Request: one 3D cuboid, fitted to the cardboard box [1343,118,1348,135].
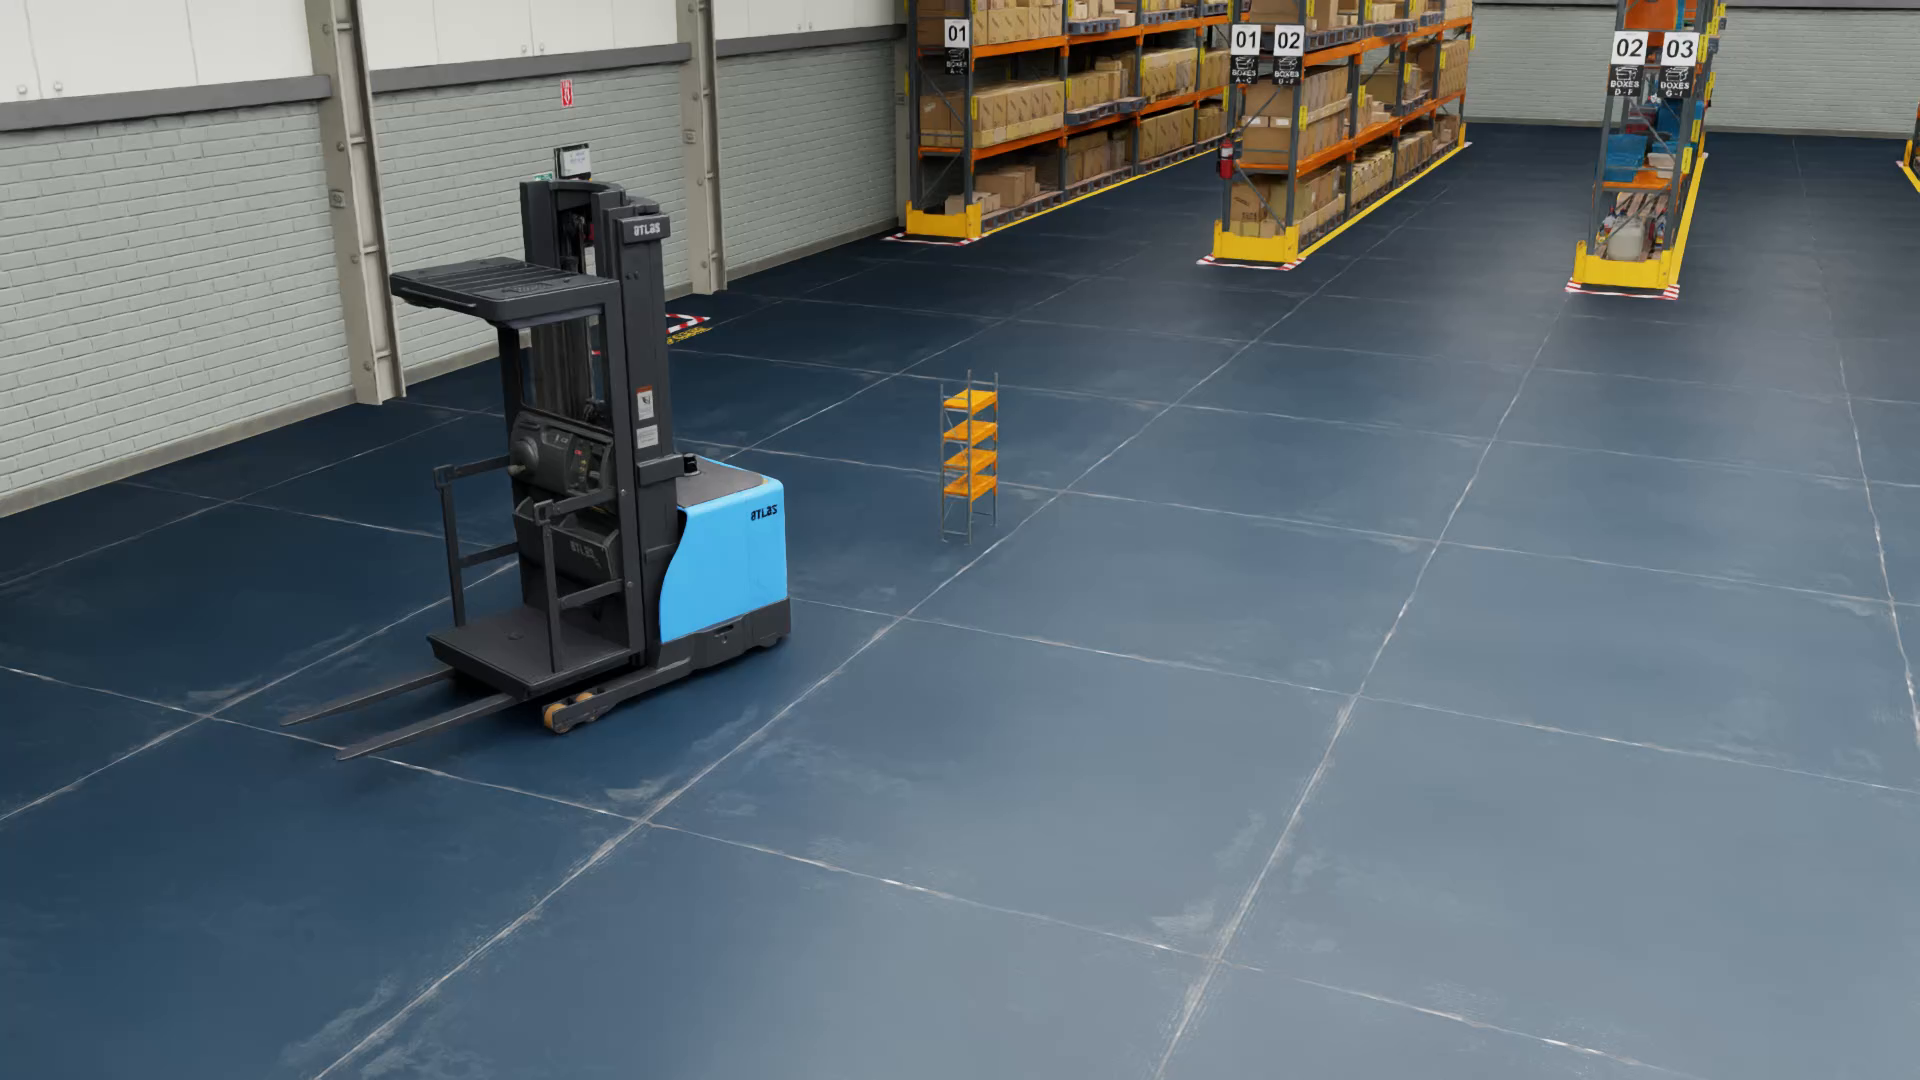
[{"bbox_3d":[6.032,-6.768,27.248,0.500,0.250,0.500,10,22,26],"label":"cardboard box"}]

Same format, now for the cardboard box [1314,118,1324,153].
[{"bbox_3d":[5.066,-6.121,25.056,0.700,0.500,0.500,9,22,24],"label":"cardboard box"}]

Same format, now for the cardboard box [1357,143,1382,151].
[{"bbox_3d":[7.677,-7.253,31.460,0.500,0.500,0.500,9,22,25],"label":"cardboard box"}]

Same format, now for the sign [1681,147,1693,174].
[{"bbox_3d":[9.249,-4.833,21.168,0.100,0.325,0.005,9,21,23],"label":"sign"}]

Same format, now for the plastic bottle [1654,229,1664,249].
[{"bbox_3d":[9.776,-4.212,23.252,0.097,0.271,0.097,0,20,0],"label":"plastic bottle"}]

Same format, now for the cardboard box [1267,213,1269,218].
[{"bbox_3d":[4.376,-4.721,24.744,0.500,0.250,0.500,9,21,23],"label":"cardboard box"}]

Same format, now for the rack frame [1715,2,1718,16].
[{"bbox_3d":[13.663,-11.274,30.740,1.000,3.000,0.127,9,21,23],"label":"rack frame"}]

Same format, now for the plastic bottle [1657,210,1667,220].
[{"bbox_3d":[10.308,-4.666,24.409,0.144,0.351,0.185,7,21,20],"label":"plastic bottle"}]

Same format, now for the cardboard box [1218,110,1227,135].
[{"bbox_3d":[5.657,-9.515,37.851,0.700,0.500,0.500,8,21,21],"label":"cardboard box"}]

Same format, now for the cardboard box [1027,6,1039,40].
[{"bbox_3d":[0.957,-8.315,26.718,0.500,0.500,0.500,8,21,21],"label":"cardboard box"}]

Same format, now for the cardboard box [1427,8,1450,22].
[{"bbox_3d":[9.571,-10.585,33.504,0.500,0.250,0.500,9,21,23],"label":"cardboard box"}]

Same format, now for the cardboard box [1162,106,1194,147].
[{"bbox_3d":[4.477,-8.775,35.248,0.750,0.750,0.750,9,21,23],"label":"cardboard box"}]

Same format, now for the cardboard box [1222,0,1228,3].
[{"bbox_3d":[5.573,-11.881,36.371,0.500,0.250,0.500,8,21,21],"label":"cardboard box"}]

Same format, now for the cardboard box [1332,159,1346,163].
[{"bbox_3d":[6.397,-6.477,28.846,0.500,0.311,0.500,8,21,22],"label":"cardboard box"}]

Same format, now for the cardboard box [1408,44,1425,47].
[{"bbox_3d":[9.324,-9.993,34.451,0.500,0.500,0.500,8,21,22],"label":"cardboard box"}]

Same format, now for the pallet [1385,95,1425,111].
[{"bbox_3d":[8.300,-8.410,31.926,1.003,0.211,1.213,9,21,23],"label":"pallet"}]

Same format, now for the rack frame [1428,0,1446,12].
[{"bbox_3d":[9.146,-11.955,32.654,1.000,3.000,0.127,9,21,23],"label":"rack frame"}]

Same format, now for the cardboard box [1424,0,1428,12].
[{"bbox_3d":[8.872,-10.690,32.648,0.600,0.600,0.600,6,21,18],"label":"cardboard box"}]

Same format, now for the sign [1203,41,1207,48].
[{"bbox_3d":[5.759,-11.553,39.066,0.100,0.325,0.005,9,21,23],"label":"sign"}]

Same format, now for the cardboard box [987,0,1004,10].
[{"bbox_3d":[0.342,-8.310,25.211,0.500,0.500,0.500,8,21,22],"label":"cardboard box"}]

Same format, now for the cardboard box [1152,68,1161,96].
[{"bbox_3d":[3.642,-9.053,32.824,0.500,0.500,0.500,9,22,24],"label":"cardboard box"}]

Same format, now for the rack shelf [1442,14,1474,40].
[{"bbox_3d":[9.965,-10.814,34.996,1.077,0.370,4.000,9,21,23],"label":"rack shelf"}]

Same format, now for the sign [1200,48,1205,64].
[{"bbox_3d":[5.124,-10.243,35.185,0.100,0.325,0.005,9,21,23],"label":"sign"}]

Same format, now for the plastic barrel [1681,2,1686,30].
[{"bbox_3d":[11.491,-8.653,27.098,0.600,0.901,0.600,0,20,0],"label":"plastic barrel"}]

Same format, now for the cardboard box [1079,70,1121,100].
[{"bbox_3d":[2.600,-8.519,31.140,0.700,0.500,0.500,6,21,18],"label":"cardboard box"}]

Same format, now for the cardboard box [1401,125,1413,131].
[{"bbox_3d":[9.120,-8.371,34.603,0.500,0.500,0.500,9,21,23],"label":"cardboard box"}]

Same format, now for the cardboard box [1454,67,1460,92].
[{"bbox_3d":[10.430,-9.913,35.717,0.500,0.500,0.500,9,21,23],"label":"cardboard box"}]

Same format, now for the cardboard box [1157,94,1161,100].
[{"bbox_3d":[3.835,-8.941,33.478,0.380,0.149,0.250,9,21,24],"label":"cardboard box"}]

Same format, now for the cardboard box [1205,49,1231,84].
[{"bbox_3d":[5.775,-10.790,37.883,0.980,0.700,0.700,8,21,22],"label":"cardboard box"}]

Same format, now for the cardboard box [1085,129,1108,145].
[{"bbox_3d":[2.449,-7.574,31.244,0.500,0.250,0.500,9,21,24],"label":"cardboard box"}]

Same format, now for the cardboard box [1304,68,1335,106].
[{"bbox_3d":[5.282,-6.897,25.300,0.700,0.500,0.500,9,21,23],"label":"cardboard box"}]

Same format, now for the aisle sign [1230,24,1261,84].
[{"bbox_3d":[3.937,-6.705,22.966,0.394,0.787,0.004,9,21,23],"label":"aisle sign"}]

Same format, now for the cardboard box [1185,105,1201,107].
[{"bbox_3d":[5.210,-9.649,37.259,0.380,0.149,0.250,9,21,23],"label":"cardboard box"}]

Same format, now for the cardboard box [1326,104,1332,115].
[{"bbox_3d":[5.433,-6.535,25.250,0.380,0.149,0.250,9,22,24],"label":"cardboard box"}]

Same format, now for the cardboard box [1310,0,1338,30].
[{"bbox_3d":[5.161,-7.654,24.053,0.500,0.500,0.500,9,21,23],"label":"cardboard box"}]

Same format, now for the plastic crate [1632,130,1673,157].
[{"bbox_3d":[10.057,-5.830,24.478,0.767,0.338,0.504,9,21,23],"label":"plastic crate"}]

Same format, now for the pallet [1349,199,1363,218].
[{"bbox_3d":[6.136,-5.599,27.898,1.003,0.211,1.213,9,21,23],"label":"pallet"}]

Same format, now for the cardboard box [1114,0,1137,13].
[{"bbox_3d":[3.129,-10.405,31.967,0.700,0.500,0.500,7,21,18],"label":"cardboard box"}]

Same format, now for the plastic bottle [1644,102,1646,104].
[{"bbox_3d":[12.270,-7.701,29.821,0.061,0.283,0.133,9,21,23],"label":"plastic bottle"}]

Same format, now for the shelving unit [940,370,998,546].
[{"bbox_3d":[0.068,-0.616,12.410,0.258,1.200,0.503,9,21,23],"label":"shelving unit"}]

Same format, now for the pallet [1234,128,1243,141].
[{"bbox_3d":[6.007,-9.460,38.755,1.003,0.211,1.213,9,21,23],"label":"pallet"}]

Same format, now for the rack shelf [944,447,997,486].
[{"bbox_3d":[0.068,-0.553,12.433,0.258,0.148,0.480,9,21,23],"label":"rack shelf"}]

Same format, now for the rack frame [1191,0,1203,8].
[{"bbox_3d":[4.625,-12.633,34.562,1.000,3.000,0.127,9,21,23],"label":"rack frame"}]

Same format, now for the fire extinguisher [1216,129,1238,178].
[{"bbox_3d":[3.760,-5.451,23.435,0.296,0.674,0.183,9,21,23],"label":"fire extinguisher"}]

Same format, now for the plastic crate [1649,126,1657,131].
[{"bbox_3d":[10.843,-6.473,26.510,0.450,0.188,0.662,9,21,23],"label":"plastic crate"}]

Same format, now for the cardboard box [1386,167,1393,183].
[{"bbox_3d":[7.515,-6.613,30.065,0.500,0.250,0.500,9,22,24],"label":"cardboard box"}]

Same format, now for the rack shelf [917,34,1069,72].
[{"bbox_3d":[0.530,-7.824,26.589,1.077,0.370,4.000,9,21,23],"label":"rack shelf"}]

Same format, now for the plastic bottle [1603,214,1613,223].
[{"bbox_3d":[9.351,-4.527,24.017,0.144,0.351,0.185,10,22,25],"label":"plastic bottle"}]

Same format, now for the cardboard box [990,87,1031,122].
[{"bbox_3d":[0.810,-7.001,26.754,0.500,0.500,0.500,9,22,24],"label":"cardboard box"}]

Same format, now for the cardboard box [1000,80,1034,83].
[{"bbox_3d":[0.966,-7.538,28.263,0.500,0.500,0.500,8,21,21],"label":"cardboard box"}]

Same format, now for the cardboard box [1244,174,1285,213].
[{"bbox_3d":[4.576,-5.228,25.050,0.500,0.500,0.500,9,21,23],"label":"cardboard box"}]

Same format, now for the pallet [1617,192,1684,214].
[{"bbox_3d":[11.673,-5.679,28.123,1.003,0.211,1.213,9,21,23],"label":"pallet"}]

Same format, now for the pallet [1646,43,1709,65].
[{"bbox_3d":[9.177,-6.343,21.632,1.003,0.211,1.213,9,21,23],"label":"pallet"}]

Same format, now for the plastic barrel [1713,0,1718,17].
[{"bbox_3d":[13.475,-9.840,30.277,0.600,0.588,0.600,0,20,0],"label":"plastic barrel"}]

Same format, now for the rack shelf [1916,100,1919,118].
[{"bbox_3d":[19.001,-8.040,31.674,1.077,0.370,4.000,9,21,23],"label":"rack shelf"}]

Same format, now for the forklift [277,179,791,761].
[{"bbox_3d":[-2.443,-0.481,9.447,1.130,2.935,3.031,17,26,39],"label":"forklift"}]

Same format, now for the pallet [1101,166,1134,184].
[{"bbox_3d":[2.666,-7.031,31.925,1.003,0.211,1.213,9,21,23],"label":"pallet"}]

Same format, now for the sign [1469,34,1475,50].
[{"bbox_3d":[11.282,-10.963,36.619,0.100,0.325,0.005,9,21,23],"label":"sign"}]
